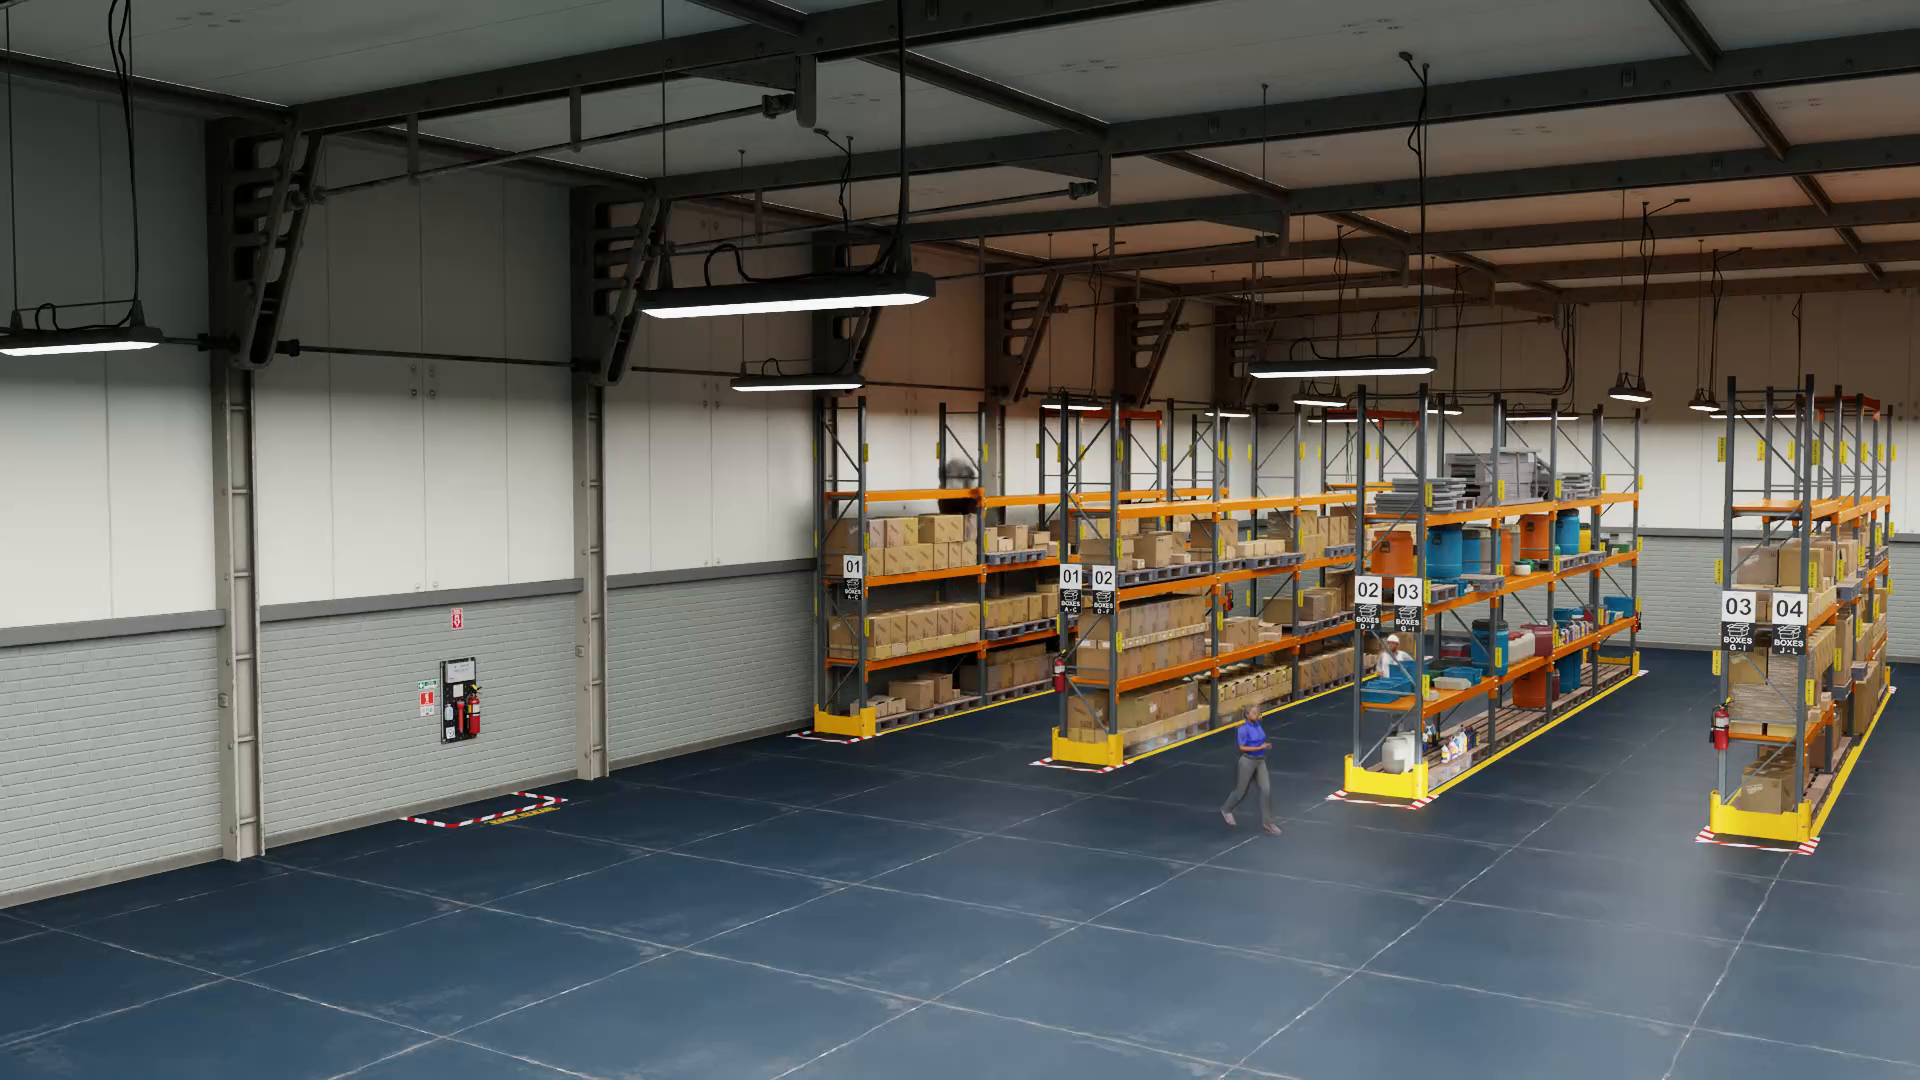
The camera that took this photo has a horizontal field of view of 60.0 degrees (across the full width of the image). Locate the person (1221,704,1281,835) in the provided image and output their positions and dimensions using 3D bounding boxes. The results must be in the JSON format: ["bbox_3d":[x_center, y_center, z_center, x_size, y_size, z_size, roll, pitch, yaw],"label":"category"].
[{"bbox_3d":[3.851,3.013,21.988,0.577,1.666,0.887,-2,4,-37],"label":"person"}]

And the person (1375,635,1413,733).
[{"bbox_3d":[7.704,2.578,29.545,0.674,1.788,0.686,2,4,35],"label":"person"}]
